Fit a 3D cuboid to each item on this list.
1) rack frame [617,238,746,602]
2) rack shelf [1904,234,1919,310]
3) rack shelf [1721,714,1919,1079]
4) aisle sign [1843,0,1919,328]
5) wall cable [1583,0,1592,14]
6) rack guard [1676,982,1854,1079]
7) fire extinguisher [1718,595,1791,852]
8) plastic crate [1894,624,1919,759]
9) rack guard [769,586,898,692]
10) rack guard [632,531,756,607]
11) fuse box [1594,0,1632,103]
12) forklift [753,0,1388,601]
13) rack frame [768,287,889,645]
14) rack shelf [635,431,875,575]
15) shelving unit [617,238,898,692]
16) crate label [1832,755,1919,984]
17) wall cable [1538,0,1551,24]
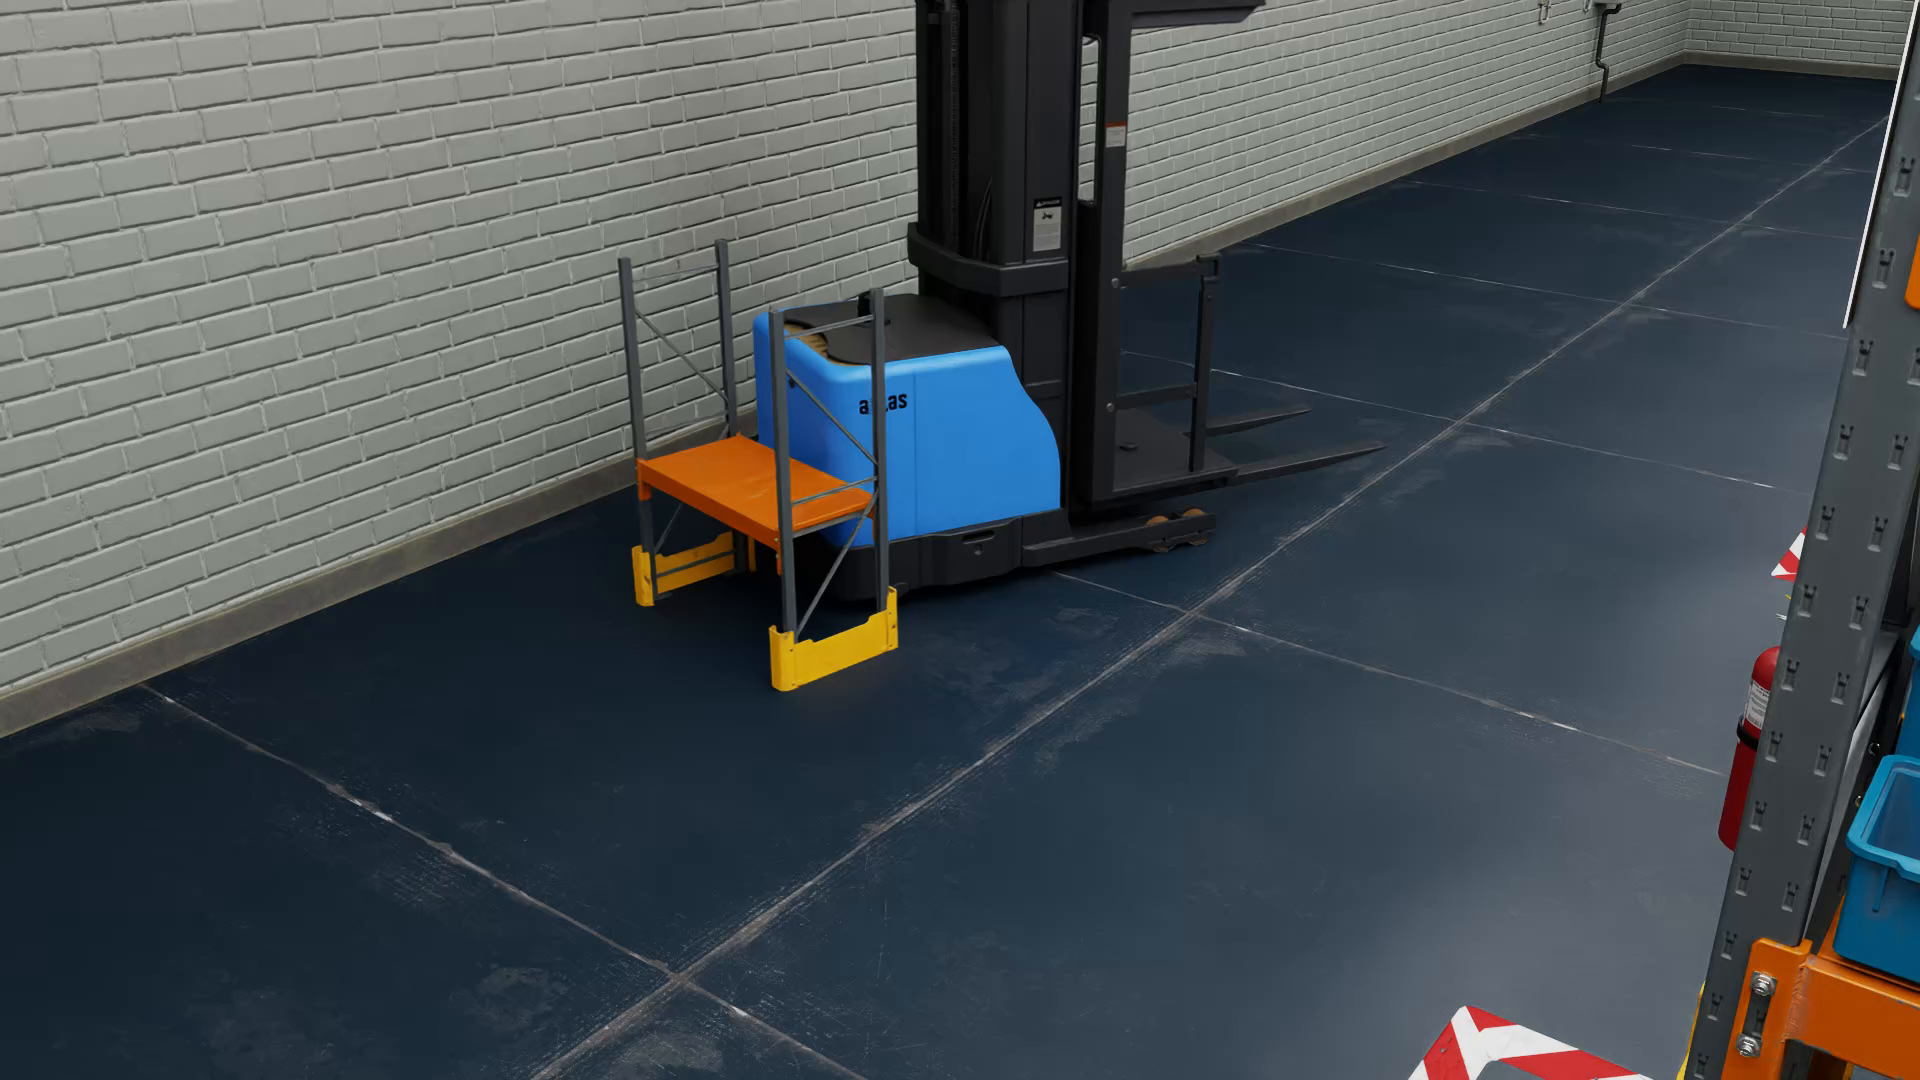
[{"bbox_3d":[-1.154,-0.488,6.997,0.500,1.500,0.032,-20,30,-37],"label":"rack frame"},{"bbox_3d":[3.288,-0.192,1.638,4.000,0.370,1.077,17,29,33],"label":"rack shelf"},{"bbox_3d":[3.288,1.180,2.243,4.000,0.370,1.077,17,29,33],"label":"rack shelf"},{"bbox_3d":[1.452,-0.744,2.493,0.004,0.787,0.394,17,29,33],"label":"aisle sign"},{"bbox_3d":[6.917,-6.709,17.997,0.122,1.984,0.588,17,29,33],"label":"wall cable"},{"bbox_3d":[1.661,1.510,3.703,0.348,0.500,1.175,17,29,33],"label":"rack guard"},{"bbox_3d":[1.839,0.390,3.702,0.183,0.674,0.296,17,29,33],"label":"fire extinguisher"},{"bbox_3d":[2.067,0.345,3.129,0.499,0.435,0.616,17,29,33],"label":"plastic crate"},{"bbox_3d":[-0.492,0.385,6.566,0.587,0.250,0.087,-20,30,-37],"label":"rack guard"},{"bbox_3d":[-1.153,0.084,7.248,0.587,0.250,0.087,-20,30,-37],"label":"rack guard"},{"bbox_3d":[7.452,-5.837,18.875,0.414,1.711,0.539,17,29,33],"label":"fuse box"},{"bbox_3d":[0.622,-1.461,7.431,3.031,2.935,1.130,-11,26,-24],"label":"forklift"},{"bbox_3d":[-0.479,-0.181,6.301,0.500,1.500,0.032,-20,30,-37],"label":"rack frame"},{"bbox_3d":[-0.816,-0.170,6.722,0.538,0.185,1.000,-20,30,-37],"label":"rack shelf"},{"bbox_3d":[-0.823,-0.337,6.655,0.587,1.500,1.083,-20,30,-37],"label":"shelving unit"},{"bbox_3d":[1.688,0.583,2.841,0.303,0.233,0.416,17,29,33],"label":"crate label"},{"bbox_3d":[6.075,-6.263,16.946,0.123,1.953,0.585,17,29,33],"label":"wall cable"}]
